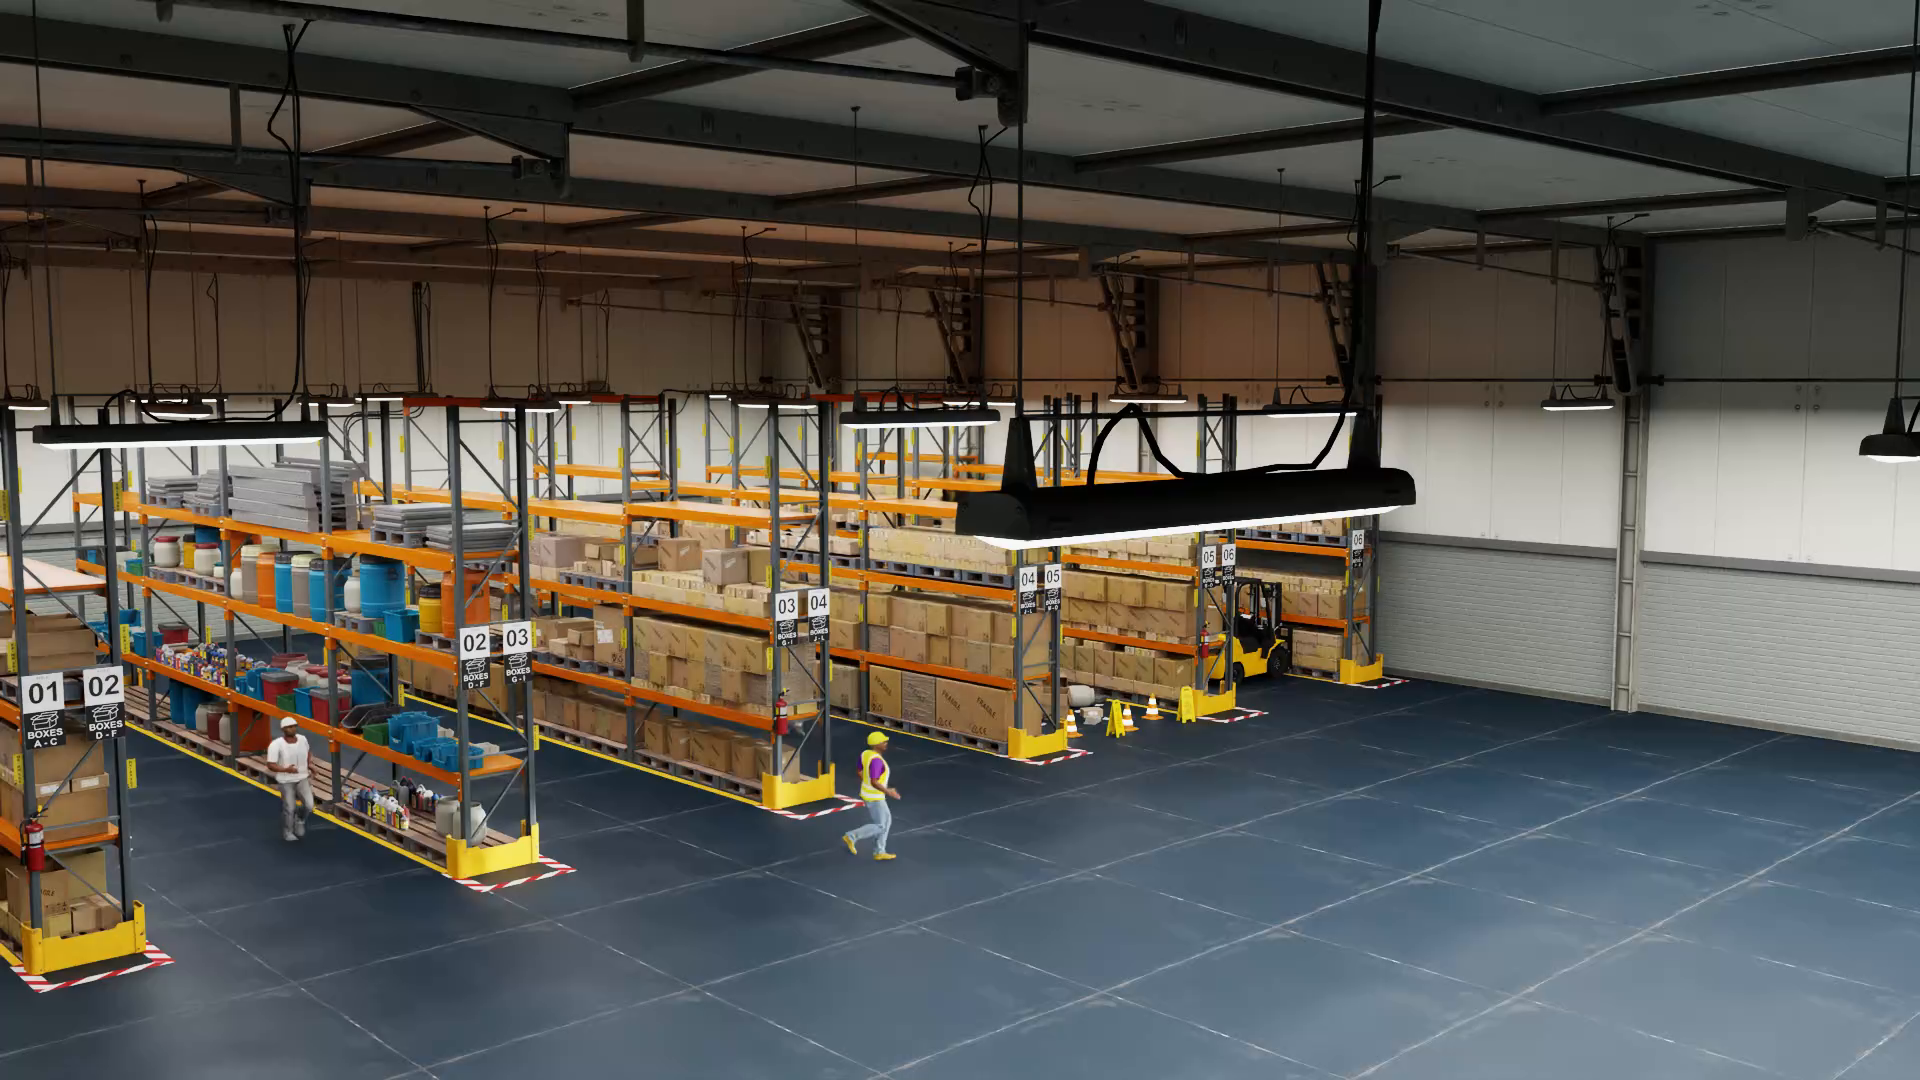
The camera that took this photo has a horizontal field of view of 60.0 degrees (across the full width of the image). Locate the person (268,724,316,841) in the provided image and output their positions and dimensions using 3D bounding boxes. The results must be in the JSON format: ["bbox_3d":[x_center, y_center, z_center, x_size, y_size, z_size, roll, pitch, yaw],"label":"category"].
[{"bbox_3d":[-9.075,3.287,22.683,0.623,1.685,0.685,5,8,43],"label":"person"}]

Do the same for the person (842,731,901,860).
[{"bbox_3d":[-1.204,3.369,21.820,0.748,1.723,0.690,-2,6,-16],"label":"person"}]

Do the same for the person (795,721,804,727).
[{"bbox_3d":[-2.919,2.642,29.457,0.736,1.441,0.639,4,7,34],"label":"person"}]
